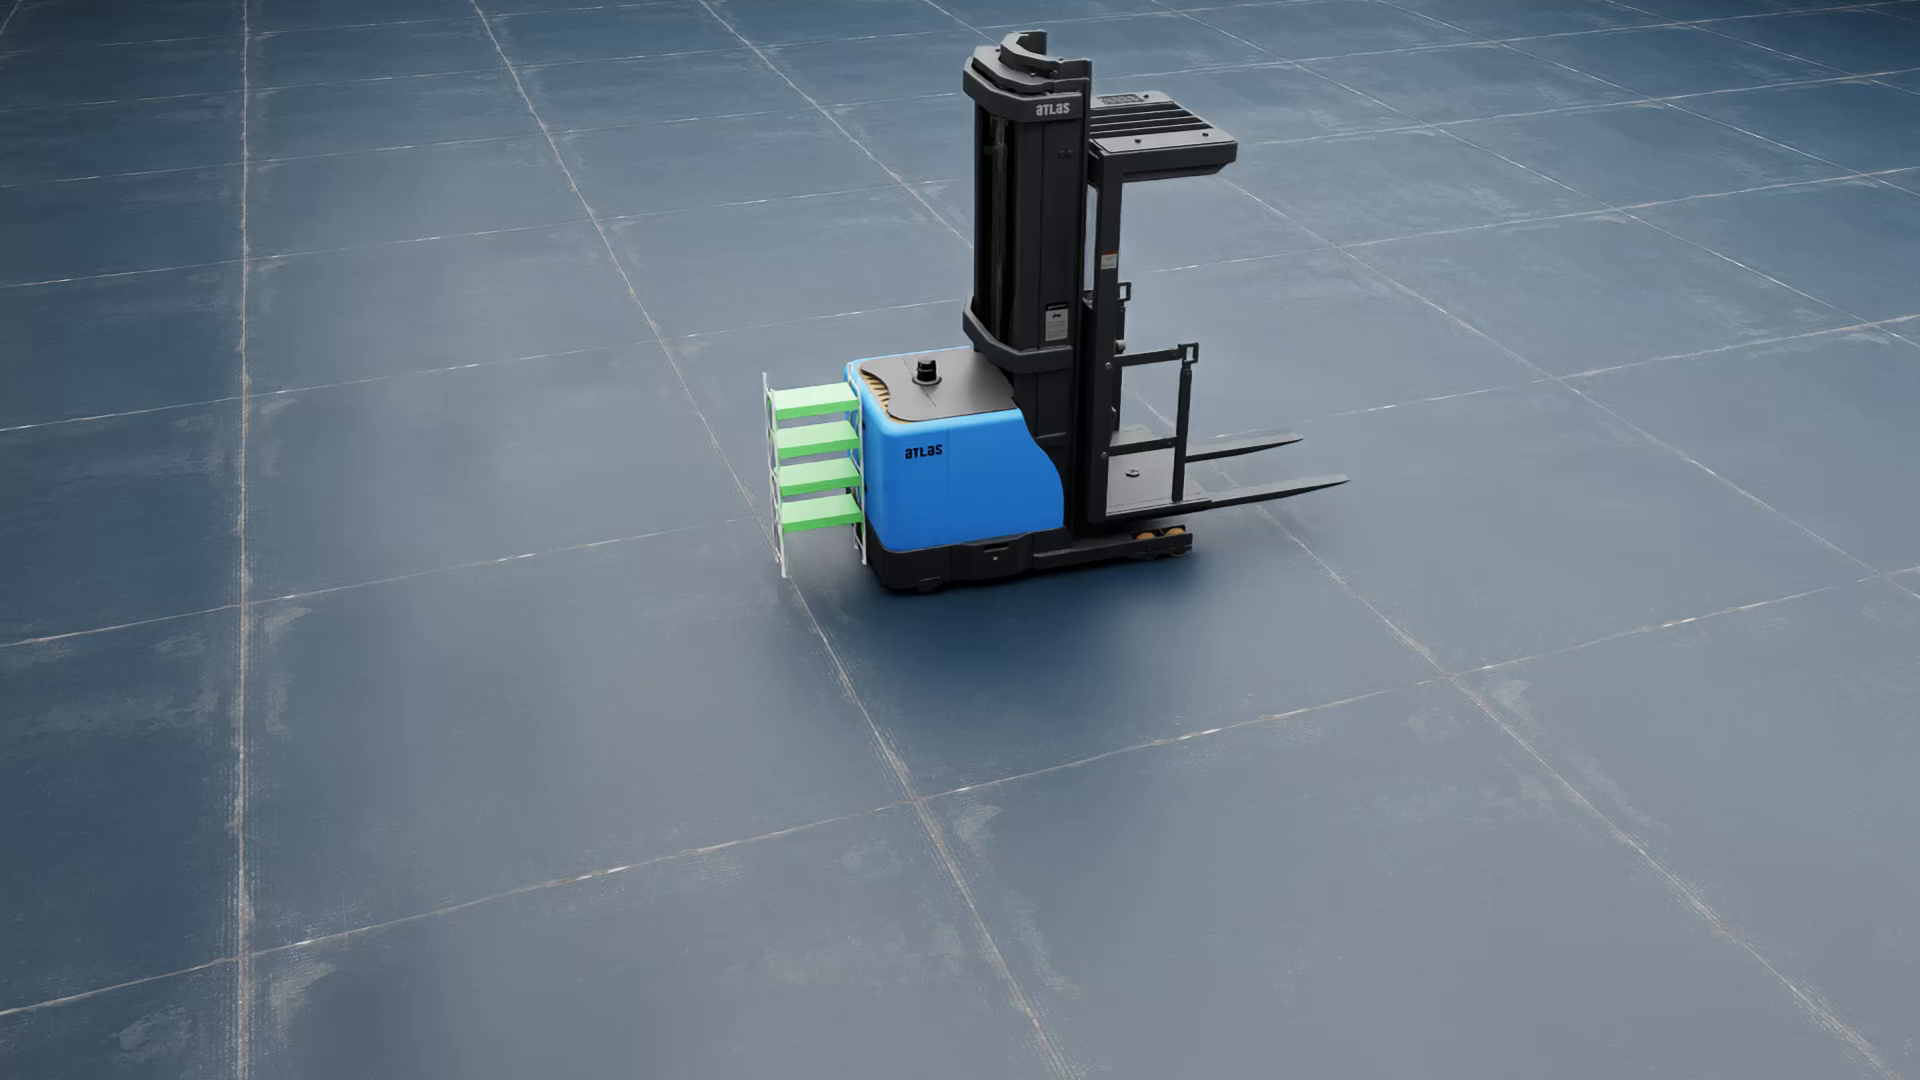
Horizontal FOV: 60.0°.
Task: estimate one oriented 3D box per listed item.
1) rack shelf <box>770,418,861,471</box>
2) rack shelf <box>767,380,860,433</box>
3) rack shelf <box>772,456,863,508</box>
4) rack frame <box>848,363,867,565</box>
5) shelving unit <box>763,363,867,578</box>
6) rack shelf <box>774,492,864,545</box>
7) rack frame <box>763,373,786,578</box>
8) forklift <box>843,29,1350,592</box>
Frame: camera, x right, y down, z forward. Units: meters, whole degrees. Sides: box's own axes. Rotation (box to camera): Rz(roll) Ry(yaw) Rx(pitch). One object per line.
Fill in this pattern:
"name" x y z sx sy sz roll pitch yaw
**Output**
"rack shelf" -0.829 -0.546 9.490 0.480 0.148 0.258 -9 31 -15
"rack shelf" -0.829 -0.754 9.372 0.480 0.148 0.258 -9 31 -15
"rack shelf" -0.829 -0.337 9.609 0.480 0.148 0.258 -9 31 -15
"rack frame" -0.596 -0.429 9.641 0.015 1.200 0.240 -9 31 -15
"shelving unit" -0.829 -0.393 9.578 0.503 1.200 0.258 -9 31 -15
"rack shelf" -0.829 -0.129 9.728 0.480 0.148 0.258 -9 31 -15
"rack frame" -1.062 -0.357 9.514 0.015 1.200 0.240 -9 31 -15
"forklift" 0.876 -1.388 9.576 3.031 2.935 1.130 -9 31 -15
